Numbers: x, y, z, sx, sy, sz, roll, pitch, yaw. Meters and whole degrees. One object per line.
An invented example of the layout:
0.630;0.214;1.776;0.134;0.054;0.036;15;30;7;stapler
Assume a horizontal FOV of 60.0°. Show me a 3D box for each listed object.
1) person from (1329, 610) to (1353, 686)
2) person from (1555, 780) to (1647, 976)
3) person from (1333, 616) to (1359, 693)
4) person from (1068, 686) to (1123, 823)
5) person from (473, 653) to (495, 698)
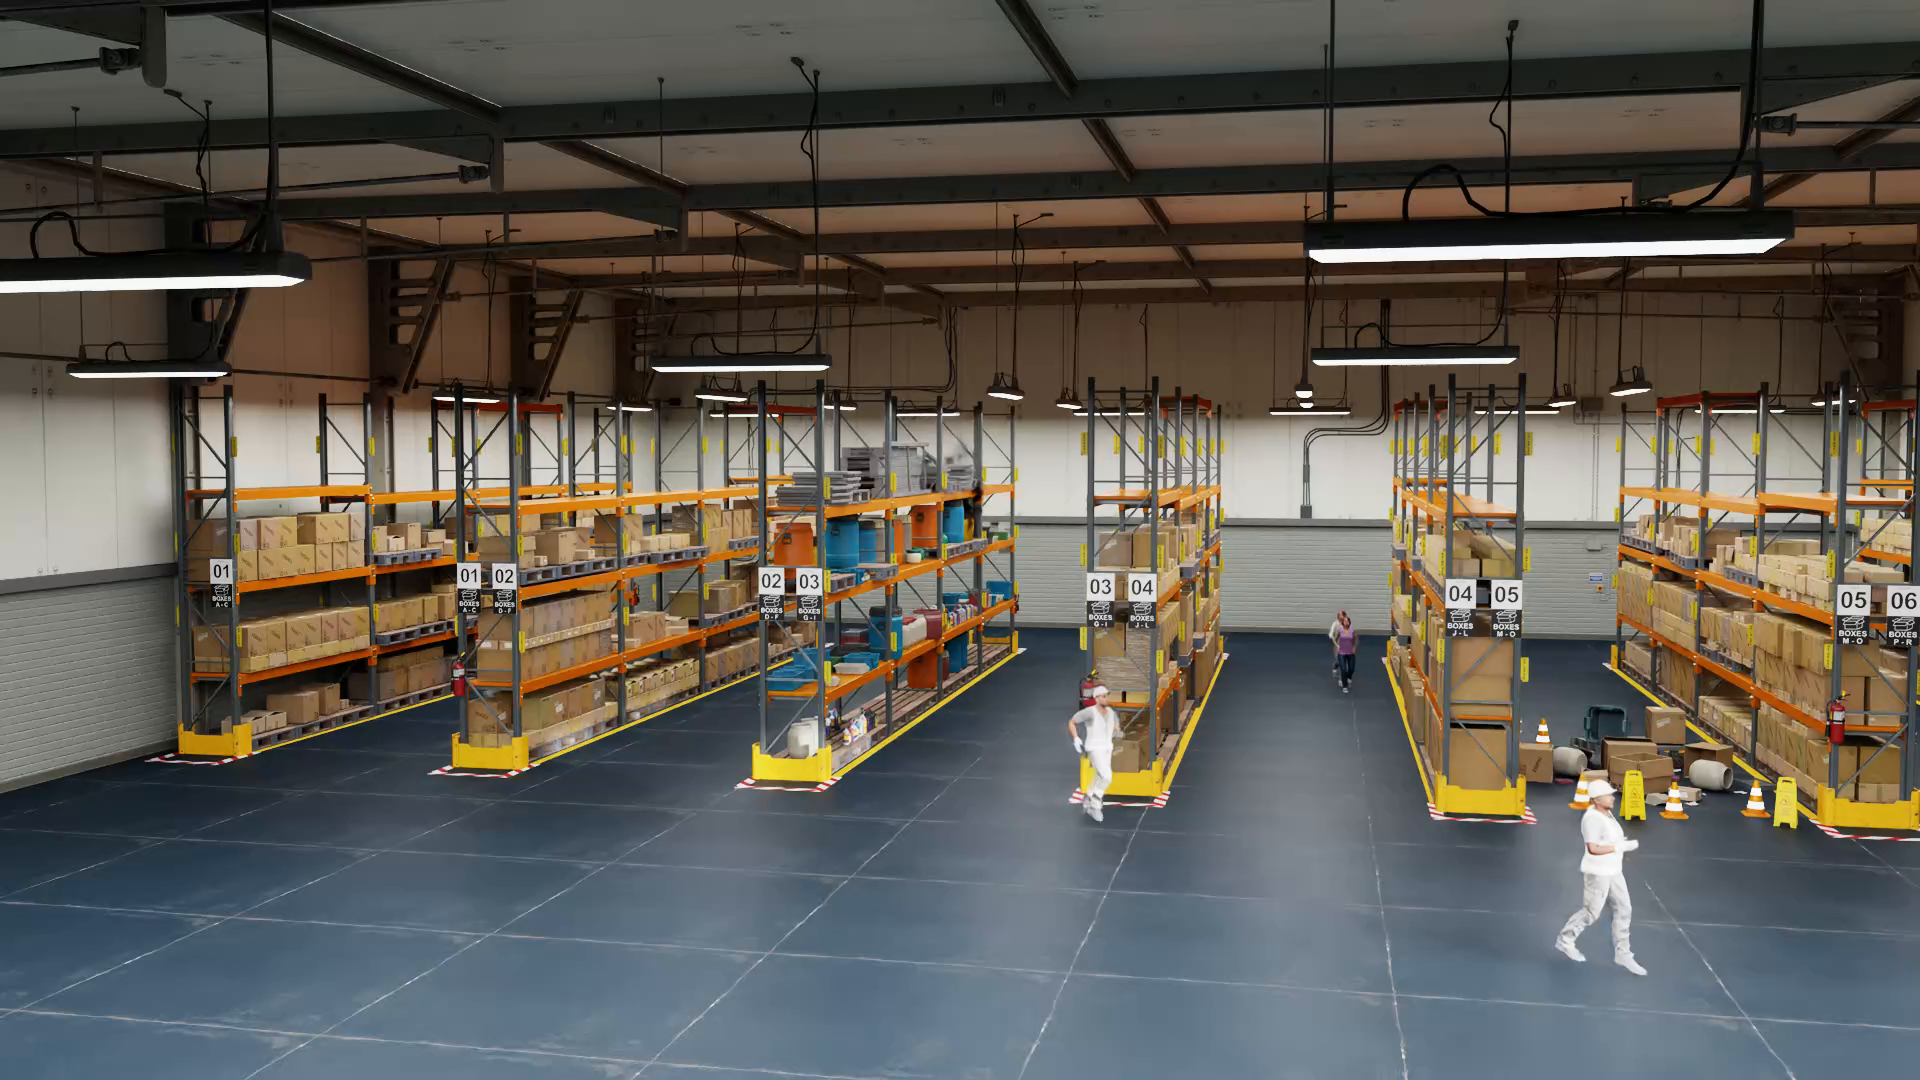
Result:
8.085;2.266;35.159;0.537;1.578;0.598;1;3;13;person
6.124;3.200;15.881;0.824;1.823;0.664;3;4;41;person
7.864;2.330;33.883;0.532;1.550;0.560;1;3;9;person
1.892;2.865;22.306;0.669;1.804;0.694;-3;4;-41;person
-8.449;2.488;29.855;0.592;1.734;0.684;1;3;10;person
